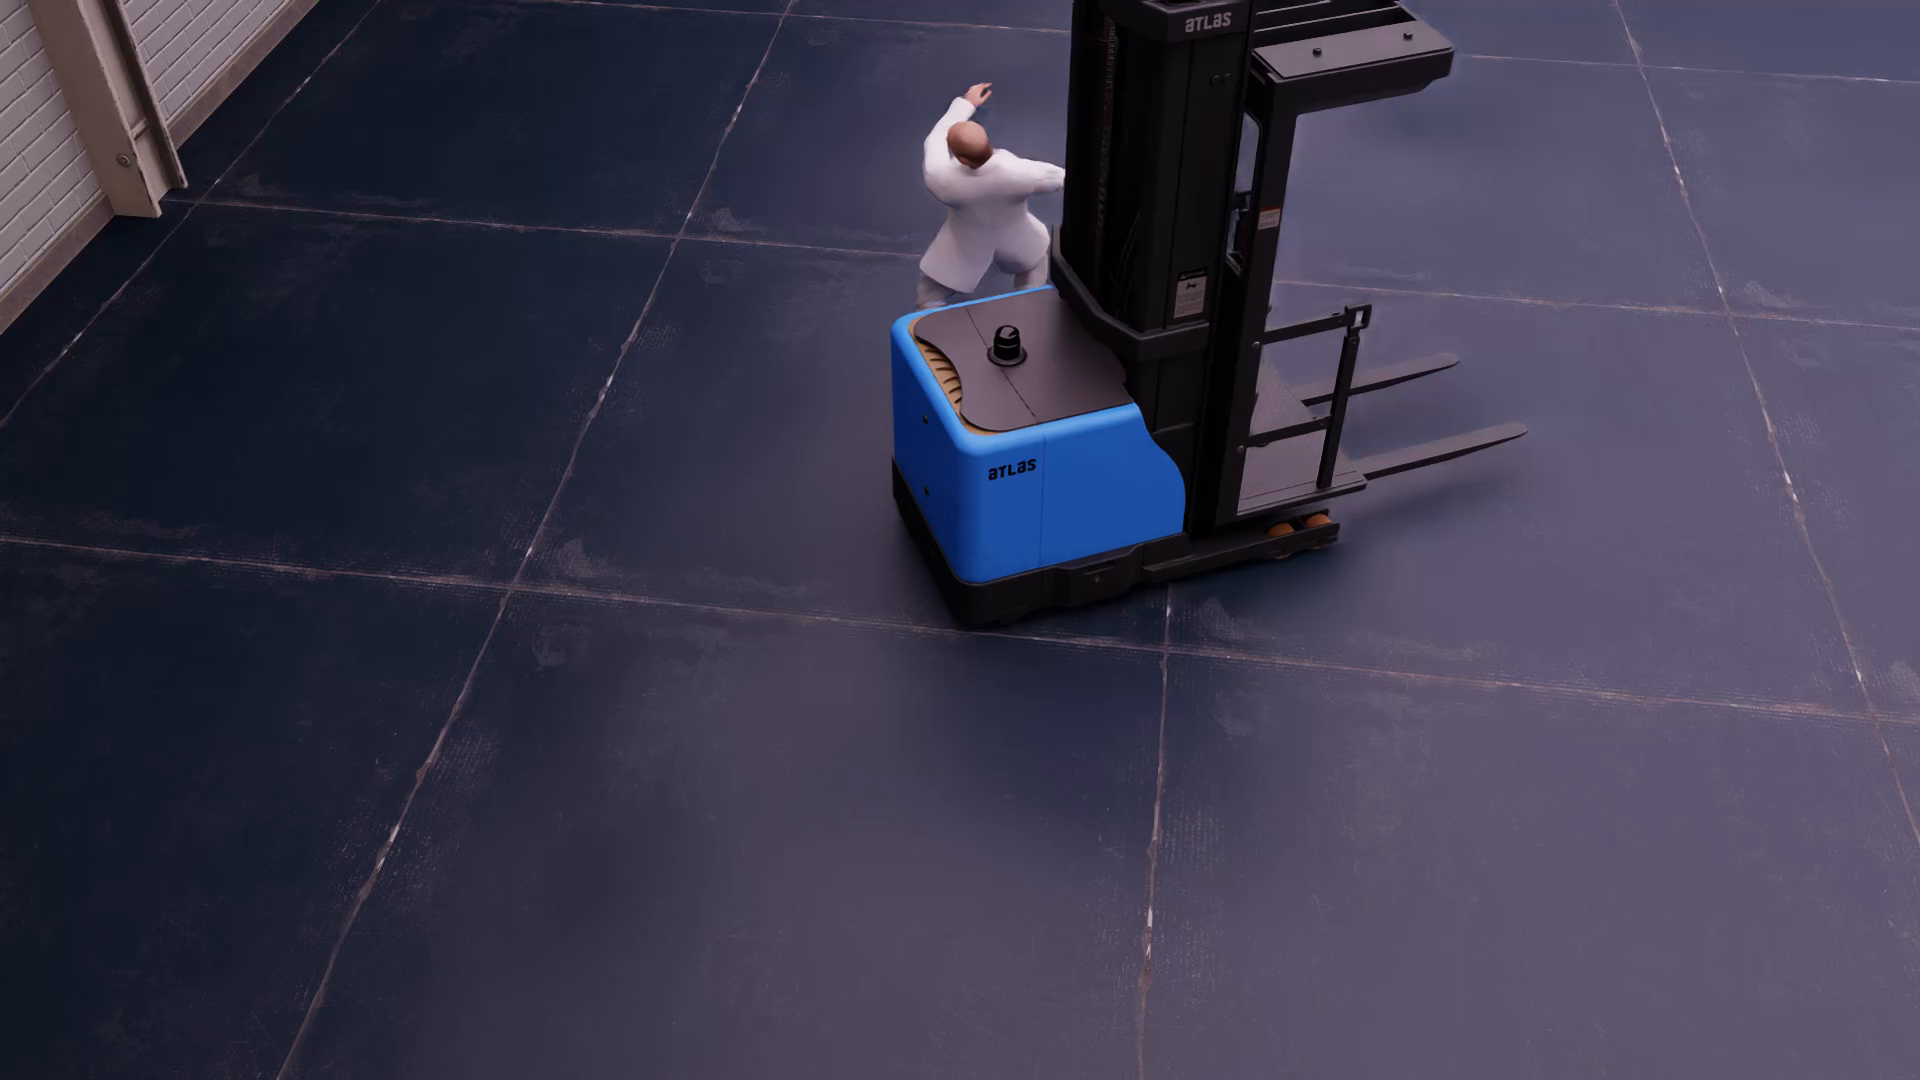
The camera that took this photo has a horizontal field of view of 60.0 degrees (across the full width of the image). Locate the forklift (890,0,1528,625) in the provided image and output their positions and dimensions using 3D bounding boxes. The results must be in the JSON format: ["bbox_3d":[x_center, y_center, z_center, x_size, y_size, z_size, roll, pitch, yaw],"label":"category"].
[{"bbox_3d":[1.250,-1.315,7.155,3.031,2.935,1.130,-14,44,-15],"label":"forklift"}]

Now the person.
[{"bbox_3d":[0.249,-1.537,8.399,0.990,1.546,0.886,-12,44,-12],"label":"person"}]
